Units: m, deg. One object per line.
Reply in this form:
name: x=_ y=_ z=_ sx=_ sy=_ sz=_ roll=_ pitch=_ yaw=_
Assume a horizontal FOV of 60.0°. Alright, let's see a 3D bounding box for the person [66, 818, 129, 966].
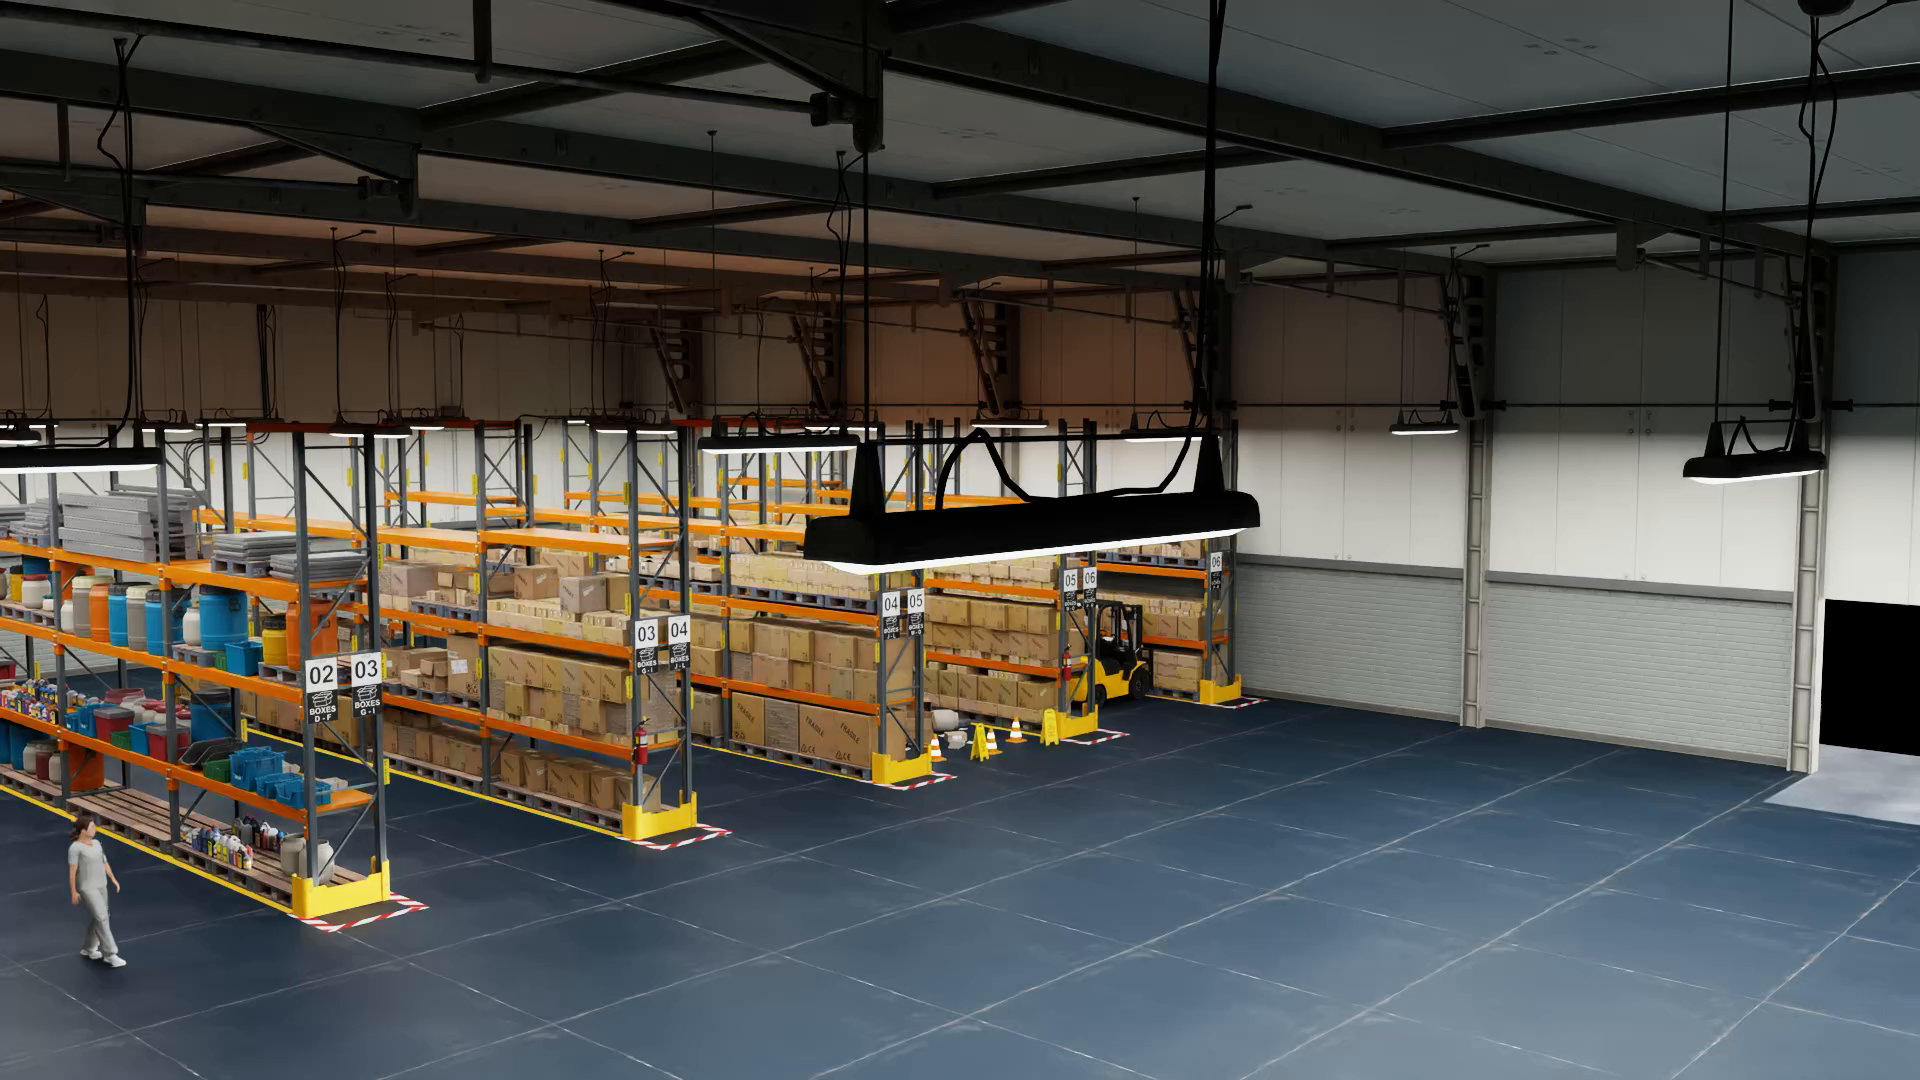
person: x=-9.750 y=3.976 z=18.890 sx=0.762 sy=1.636 sz=0.470 roll=1 pitch=5 yaw=7
